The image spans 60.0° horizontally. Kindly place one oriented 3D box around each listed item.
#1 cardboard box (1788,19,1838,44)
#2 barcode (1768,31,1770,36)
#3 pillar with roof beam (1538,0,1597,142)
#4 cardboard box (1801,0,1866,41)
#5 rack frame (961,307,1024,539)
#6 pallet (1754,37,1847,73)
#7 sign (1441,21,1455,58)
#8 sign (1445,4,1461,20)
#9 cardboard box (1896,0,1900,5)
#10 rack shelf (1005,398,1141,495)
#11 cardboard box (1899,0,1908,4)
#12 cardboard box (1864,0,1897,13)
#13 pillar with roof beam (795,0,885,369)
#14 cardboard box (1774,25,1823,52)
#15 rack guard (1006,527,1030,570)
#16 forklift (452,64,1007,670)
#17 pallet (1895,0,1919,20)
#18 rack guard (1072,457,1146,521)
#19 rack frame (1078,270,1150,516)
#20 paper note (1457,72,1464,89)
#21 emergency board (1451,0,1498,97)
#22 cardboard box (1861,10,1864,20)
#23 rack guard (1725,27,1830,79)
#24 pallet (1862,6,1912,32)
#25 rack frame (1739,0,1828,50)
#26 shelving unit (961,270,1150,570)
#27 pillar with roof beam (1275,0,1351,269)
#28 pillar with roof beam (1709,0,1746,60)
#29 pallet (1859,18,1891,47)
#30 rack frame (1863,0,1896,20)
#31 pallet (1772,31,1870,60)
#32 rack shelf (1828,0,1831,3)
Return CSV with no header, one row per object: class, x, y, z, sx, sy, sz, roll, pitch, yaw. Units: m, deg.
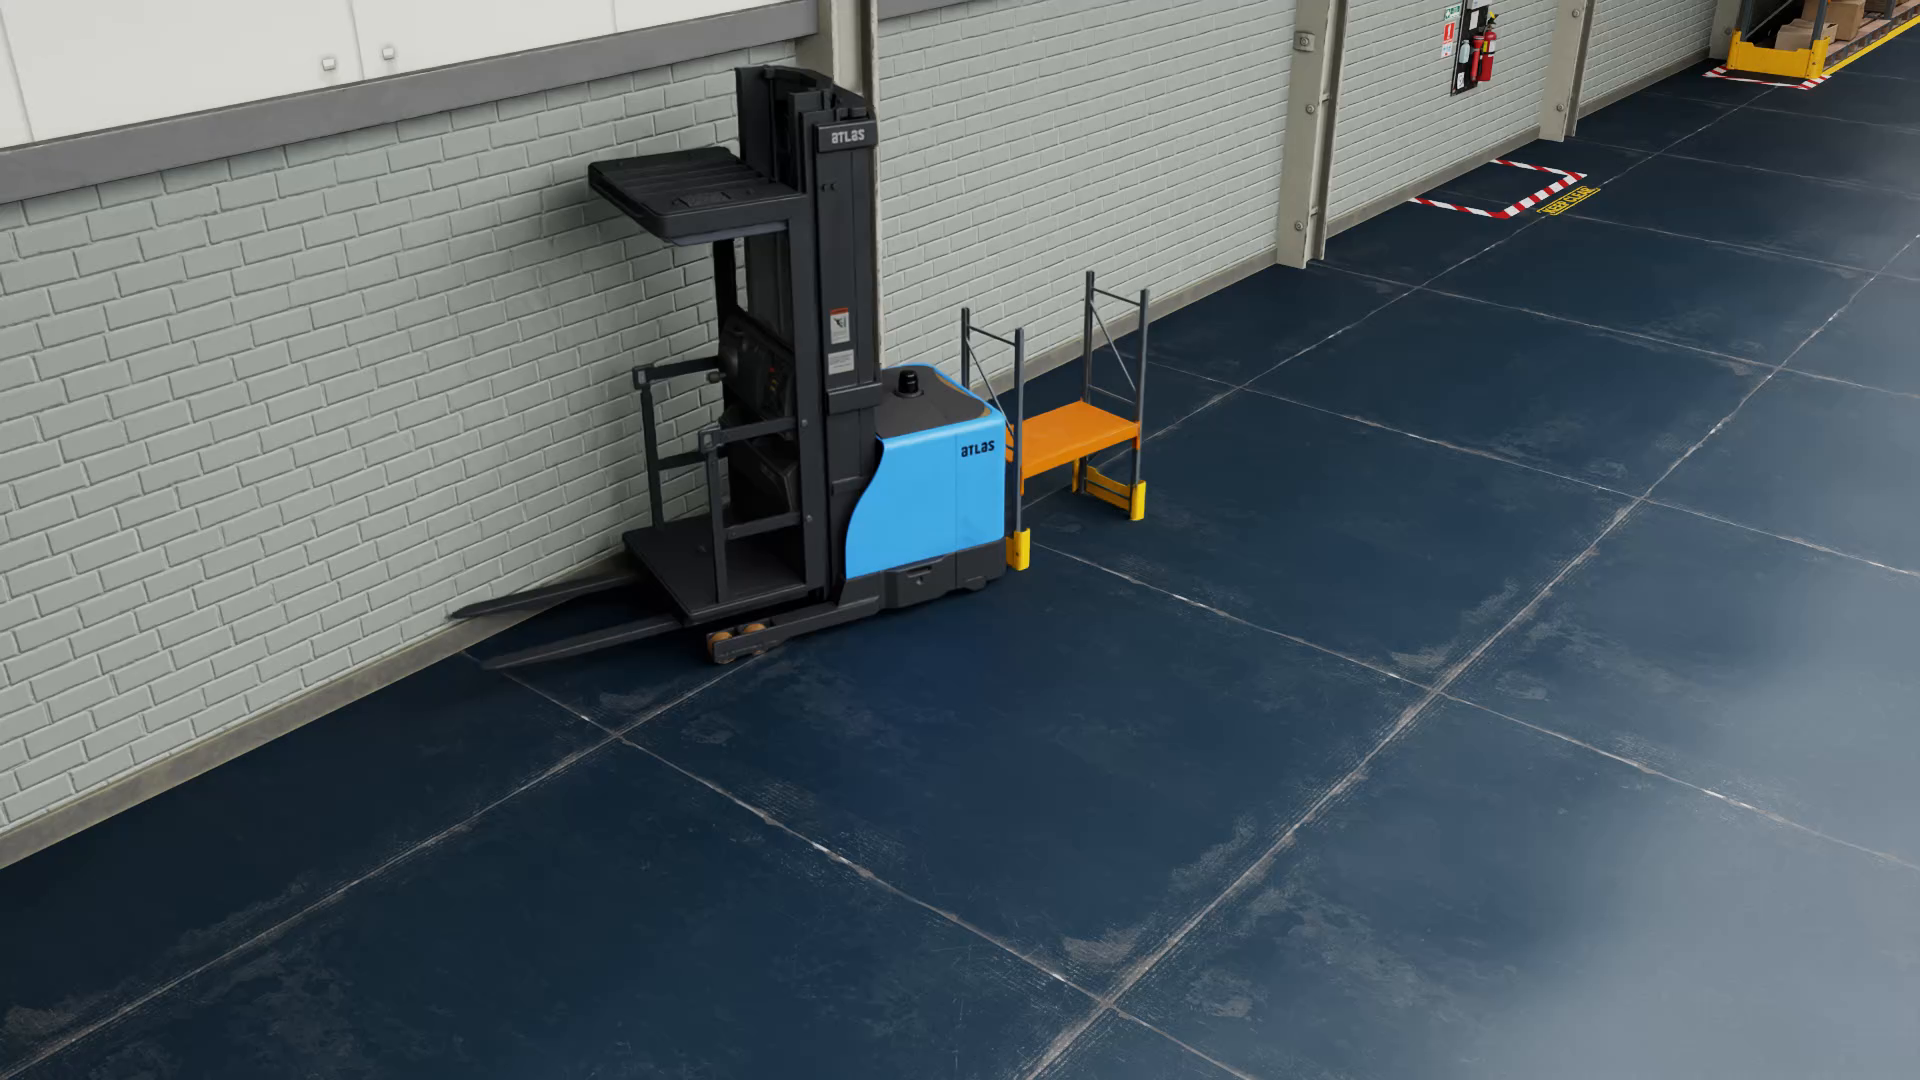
cardboard box,11.818,-7.062,23.085,0.500,0.311,0.500,24,36,38
barcode,11.159,-6.988,22.930,0.001,0.075,0.075,21,34,34
pillar with roof beam,10.229,-7.420,14.800,9.100,9.000,0.400,21,34,34
cardboard box,12.324,-7.392,23.516,0.700,0.500,0.500,18,33,31
rack frame,0.182,-0.590,9.758,0.032,1.500,0.500,-22,35,-36
pallet,11.539,-6.706,22.984,1.003,0.211,1.213,21,34,34
sign,4.875,-4.999,16.609,0.001,0.329,0.234,21,34,34
sign,4.885,-5.233,16.486,0.001,0.109,0.331,21,34,34
cardboard box,14.236,-8.607,25.865,0.700,0.500,0.500,20,33,33
rack shelf,0.565,-0.584,10.137,1.000,0.185,0.538,-22,35,-36
cardboard box,14.591,-8.776,26.192,0.700,0.500,0.500,21,34,35
cardboard box,13.946,-8.409,25.482,0.700,0.500,0.500,22,35,36
pillar with roof beam,2.597,-3.166,6.575,9.100,9.000,0.400,21,34,34
cardboard box,11.456,-6.860,22.694,0.500,0.311,0.500,17,32,29
rack guard,0.197,-0.040,10.056,0.087,0.250,0.587,-22,35,-36
forklift,-1.270,-0.913,8.825,3.031,2.935,1.130,-14,31,-25
pallet,14.760,-8.531,26.510,1.003,0.211,1.213,21,34,34
rack guard,0.946,-0.342,10.639,0.087,0.250,0.587,-22,35,-36
rack frame,0.947,-0.897,10.352,0.032,1.500,0.500,-22,35,-36
paper note,5.140,-4.715,17.058,0.016,0.148,0.142,21,34,34
emergency board,5.306,-5.149,16.938,0.194,1.169,0.643,21,34,34
cardboard box,13.173,-7.797,24.662,0.380,0.166,0.250,16,31,28
rack guard,10.995,-6.557,22.380,1.175,0.500,0.348,21,34,34
pallet,13.985,-8.096,25.670,1.003,0.211,1.213,21,34,34
rack frame,10.946,-7.640,21.754,1.000,3.000,0.127,21,34,34
shelving unit,0.572,-0.746,10.060,1.083,1.500,0.587,-22,35,-36
pillar with roof beam,6.413,-5.293,10.688,9.100,9.000,0.400,21,34,34
pillar with roof beam,14.046,-9.547,18.912,9.100,9.000,0.400,21,34,34
pallet,13.091,-7.571,24.656,1.003,0.211,1.213,21,34,34
rack frame,13.490,-9.058,24.495,1.000,3.000,0.127,21,34,34
pallet,12.315,-7.137,23.816,1.003,0.211,1.213,21,34,34
rack shelf,12.218,-8.030,23.290,1.077,0.370,4.000,21,34,34
